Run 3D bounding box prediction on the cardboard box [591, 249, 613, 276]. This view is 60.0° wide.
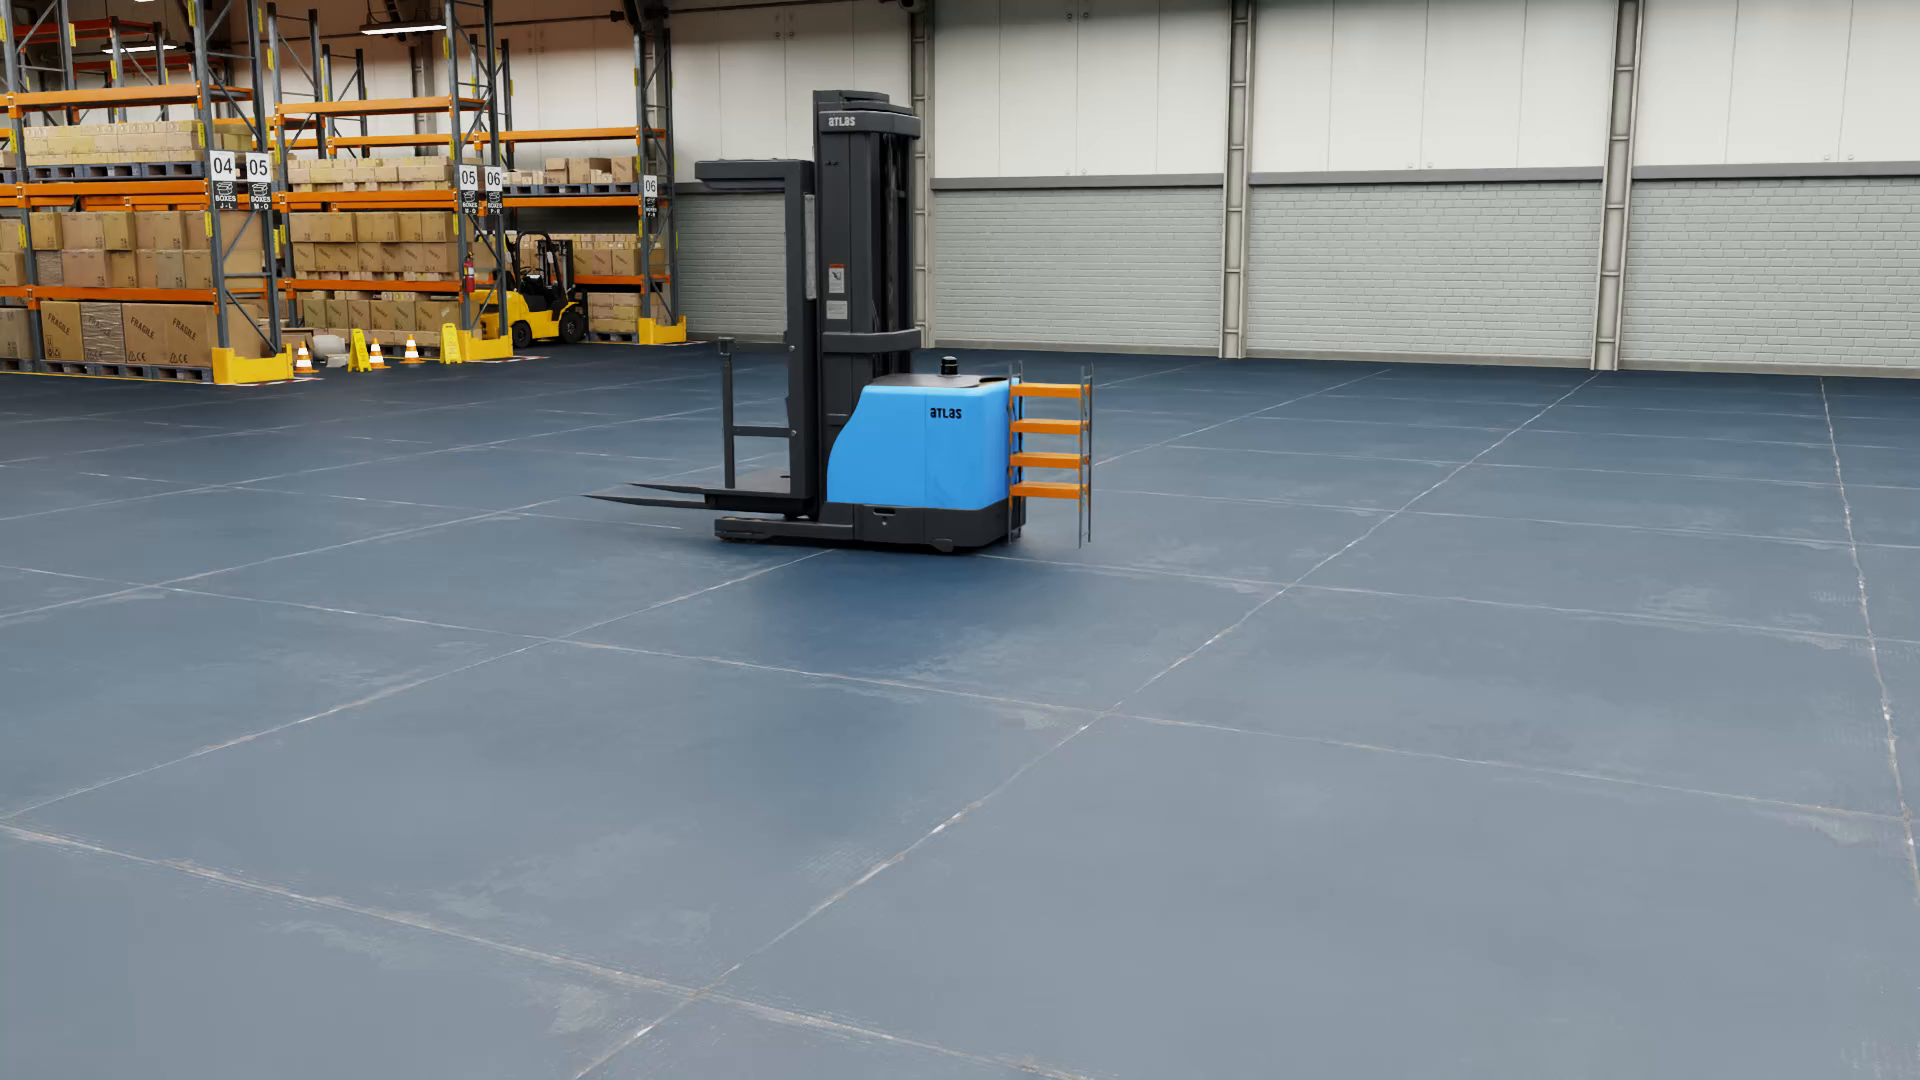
[{"bbox_3d":[-6.877,-5.447,32.624,0.500,0.500,0.500,5,12,28],"label":"cardboard box"}]

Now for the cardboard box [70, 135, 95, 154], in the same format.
[{"bbox_3d":[-12.517,-5.724,24.140,0.500,0.250,0.500,5,11,25],"label":"cardboard box"}]

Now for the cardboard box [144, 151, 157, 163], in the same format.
[{"bbox_3d":[-11.282,-5.408,23.509,0.250,0.149,0.380,5,11,26],"label":"cardboard box"}]

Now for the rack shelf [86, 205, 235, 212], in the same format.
[{"bbox_3d":[-18.413,-7.584,38.309,4.000,0.370,1.077,5,11,26],"label":"rack shelf"}]

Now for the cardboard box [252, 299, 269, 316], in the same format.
[{"bbox_3d":[-15.358,-5.126,36.973,0.500,0.500,0.500,5,11,24],"label":"cardboard box"}]

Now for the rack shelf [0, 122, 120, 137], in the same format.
[{"bbox_3d":[-17.019,-7.755,31.954,4.000,0.370,1.077,5,11,26],"label":"rack shelf"}]

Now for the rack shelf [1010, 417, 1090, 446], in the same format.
[{"bbox_3d":[0.595,-0.714,10.930,0.480,0.148,0.258,4,11,20],"label":"rack shelf"}]

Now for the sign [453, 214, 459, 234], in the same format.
[{"bbox_3d":[-8.315,-5.204,27.422,0.005,0.325,0.100,5,11,26],"label":"sign"}]

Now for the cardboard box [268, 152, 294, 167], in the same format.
[{"bbox_3d":[-12.214,-6.761,29.580,0.500,0.250,0.500,5,12,27],"label":"cardboard box"}]

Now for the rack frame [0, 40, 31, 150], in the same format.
[{"bbox_3d":[-18.813,-8.463,32.725,0.127,3.000,1.000,5,11,26],"label":"rack frame"}]

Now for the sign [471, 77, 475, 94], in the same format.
[{"bbox_3d":[-9.675,-9.037,33.049,0.005,0.325,0.100,5,11,26],"label":"sign"}]

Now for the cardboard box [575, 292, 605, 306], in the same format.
[{"bbox_3d":[-7.327,-4.768,32.888,0.500,0.250,0.500,5,11,27],"label":"cardboard box"}]

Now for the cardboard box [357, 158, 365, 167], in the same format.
[{"bbox_3d":[-10.070,-6.439,28.431,0.250,0.149,0.380,5,12,27],"label":"cardboard box"}]

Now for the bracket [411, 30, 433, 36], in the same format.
[{"bbox_3d":[-11.249,-10.664,34.778,0.430,0.232,0.235,5,11,26],"label":"bracket"}]

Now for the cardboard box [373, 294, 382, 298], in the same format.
[{"bbox_3d":[-12.479,-4.976,35.790,0.625,0.625,0.875,5,12,28],"label":"cardboard box"}]

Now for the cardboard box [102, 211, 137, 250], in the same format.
[{"bbox_3d":[-11.975,-4.523,24.346,0.500,0.550,0.875,5,11,26],"label":"cardboard box"}]

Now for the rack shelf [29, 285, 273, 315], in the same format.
[{"bbox_3d":[-11.944,-3.571,24.557,4.000,0.370,1.077,5,11,26],"label":"rack shelf"}]

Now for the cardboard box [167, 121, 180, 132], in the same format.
[{"bbox_3d":[-10.826,-5.760,23.217,0.250,0.149,0.380,5,11,26],"label":"cardboard box"}]

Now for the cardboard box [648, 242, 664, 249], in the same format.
[{"bbox_3d":[-6.048,-5.795,32.726,0.250,0.149,0.380,5,11,24],"label":"cardboard box"}]

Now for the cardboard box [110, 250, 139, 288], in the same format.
[{"bbox_3d":[-11.947,-4.002,24.500,0.500,0.550,0.875,5,11,26],"label":"cardboard box"}]

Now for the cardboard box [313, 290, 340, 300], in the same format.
[{"bbox_3d":[-11.143,-4.314,29.256,0.250,0.149,0.380,5,11,27],"label":"cardboard box"}]

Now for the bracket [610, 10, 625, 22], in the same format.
[{"bbox_3d":[-6.613,-10.257,32.527,0.430,0.232,0.235,5,11,26],"label":"bracket"}]

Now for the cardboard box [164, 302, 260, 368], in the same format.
[{"bbox_3d":[-10.788,-2.971,24.011,0.875,0.875,0.875,5,11,26],"label":"cardboard box"}]

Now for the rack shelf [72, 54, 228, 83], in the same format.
[{"bbox_3d":[-18.413,-10.695,37.746,4.000,0.370,1.077,5,11,26],"label":"rack shelf"}]

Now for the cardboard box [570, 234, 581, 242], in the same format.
[{"bbox_3d":[-7.462,-5.953,32.760,0.250,0.149,0.380,5,12,27],"label":"cardboard box"}]

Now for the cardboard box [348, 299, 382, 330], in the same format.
[{"bbox_3d":[-10.279,-3.932,28.972,0.500,0.500,0.500,6,12,29],"label":"cardboard box"}]

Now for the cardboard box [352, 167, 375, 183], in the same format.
[{"bbox_3d":[-10.001,-6.231,28.399,0.500,0.250,0.500,5,11,26],"label":"cardboard box"}]

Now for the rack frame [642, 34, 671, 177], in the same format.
[{"bbox_3d":[-5.860,-8.310,31.879,0.053,2.616,0.949,5,11,26],"label":"rack frame"}]

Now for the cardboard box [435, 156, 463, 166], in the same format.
[{"bbox_3d":[-8.485,-6.290,27.605,0.250,0.149,0.380,5,11,26],"label":"cardboard box"}]

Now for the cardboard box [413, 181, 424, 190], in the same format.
[{"bbox_3d":[-8.956,-5.942,27.923,0.250,0.149,0.380,5,12,28],"label":"cardboard box"}]

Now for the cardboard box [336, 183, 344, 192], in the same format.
[{"bbox_3d":[-10.544,-6.089,28.735,0.250,0.149,0.380,5,11,24],"label":"cardboard box"}]

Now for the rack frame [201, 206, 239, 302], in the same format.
[{"bbox_3d":[-16.620,-6.304,37.641,0.127,3.000,1.000,5,11,26],"label":"rack frame"}]

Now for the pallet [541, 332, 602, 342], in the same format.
[{"bbox_3d":[-7.653,-4.137,33.493,1.213,0.211,1.003,5,11,26],"label":"pallet"}]

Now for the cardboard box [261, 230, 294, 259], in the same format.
[{"bbox_3d":[-12.154,-5.283,29.702,0.500,0.500,0.500,5,11,25],"label":"cardboard box"}]

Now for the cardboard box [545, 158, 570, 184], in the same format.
[{"bbox_3d":[-7.745,-7.286,32.894,0.637,0.503,0.797,5,12,28],"label":"cardboard box"}]

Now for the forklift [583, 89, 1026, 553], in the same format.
[{"bbox_3d":[-1.119,-1.500,11.290,3.031,2.935,1.130,4,11,20],"label":"forklift"}]

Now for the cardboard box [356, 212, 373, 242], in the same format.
[{"bbox_3d":[-9.945,-5.385,28.638,0.500,0.500,0.700,5,11,25],"label":"cardboard box"}]

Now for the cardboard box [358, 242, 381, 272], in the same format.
[{"bbox_3d":[-10.000,-4.883,28.673,0.500,0.500,0.500,5,11,26],"label":"cardboard box"}]

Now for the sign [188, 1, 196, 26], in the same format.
[{"bbox_3d":[-10.404,-7.132,22.525,0.005,0.325,0.100,5,11,26],"label":"sign"}]

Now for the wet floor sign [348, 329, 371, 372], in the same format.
[{"bbox_3d":[-9.249,-2.923,25.567,0.232,0.644,0.267,3,11,16],"label":"wet floor sign"}]

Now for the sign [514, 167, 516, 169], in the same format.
[{"bbox_3d":[-9.201,-7.532,34.328,0.005,0.325,0.100,5,11,26],"label":"sign"}]

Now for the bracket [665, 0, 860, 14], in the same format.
[{"bbox_3d":[-3.543,-9.987,31.037,4.783,0.066,0.076,5,11,26],"label":"bracket"}]

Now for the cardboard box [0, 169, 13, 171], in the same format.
[{"bbox_3d":[-14.880,-5.843,25.912,0.250,0.149,0.380,5,11,26],"label":"cardboard box"}]

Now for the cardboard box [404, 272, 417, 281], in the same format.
[{"bbox_3d":[-9.222,-4.479,28.259,0.250,0.149,0.380,5,12,27],"label":"cardboard box"}]

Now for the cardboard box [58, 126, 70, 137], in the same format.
[{"bbox_3d":[-12.878,-5.940,24.213,0.250,0.149,0.380,5,11,25],"label":"cardboard box"}]

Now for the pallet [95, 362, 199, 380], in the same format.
[{"bbox_3d":[-11.992,-2.542,24.682,1.213,0.211,1.003,5,11,26],"label":"pallet"}]

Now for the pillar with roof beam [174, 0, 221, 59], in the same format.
[{"bbox_3d":[-18.835,-11.696,33.702,0.548,2.987,8.718,5,11,26],"label":"pillar with roof beam"}]

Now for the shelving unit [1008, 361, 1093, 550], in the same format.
[{"bbox_3d":[0.595,-0.560,10.958,0.503,1.200,0.258,4,11,20],"label":"shelving unit"}]

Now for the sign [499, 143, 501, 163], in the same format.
[{"bbox_3d":[-7.811,-6.558,28.168,0.005,0.325,0.100,5,11,26],"label":"sign"}]

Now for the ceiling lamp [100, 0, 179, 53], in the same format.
[{"bbox_3d":[-16.840,-11.712,34.283,2.000,3.185,0.800,5,11,26],"label":"ceiling lamp"}]

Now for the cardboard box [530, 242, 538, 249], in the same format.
[{"bbox_3d":[-8.374,-5.887,33.232,0.250,0.149,0.380,5,11,25],"label":"cardboard box"}]

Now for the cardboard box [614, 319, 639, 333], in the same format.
[{"bbox_3d":[-6.419,-4.199,32.550,0.500,0.250,0.500,5,11,26],"label":"cardboard box"}]

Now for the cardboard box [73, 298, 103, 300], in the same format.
[{"bbox_3d":[-16.606,-4.496,32.436,0.875,0.875,0.875,5,11,27],"label":"cardboard box"}]

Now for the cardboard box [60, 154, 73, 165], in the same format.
[{"bbox_3d":[-12.881,-5.548,24.284,0.250,0.149,0.380,5,11,25],"label":"cardboard box"}]
